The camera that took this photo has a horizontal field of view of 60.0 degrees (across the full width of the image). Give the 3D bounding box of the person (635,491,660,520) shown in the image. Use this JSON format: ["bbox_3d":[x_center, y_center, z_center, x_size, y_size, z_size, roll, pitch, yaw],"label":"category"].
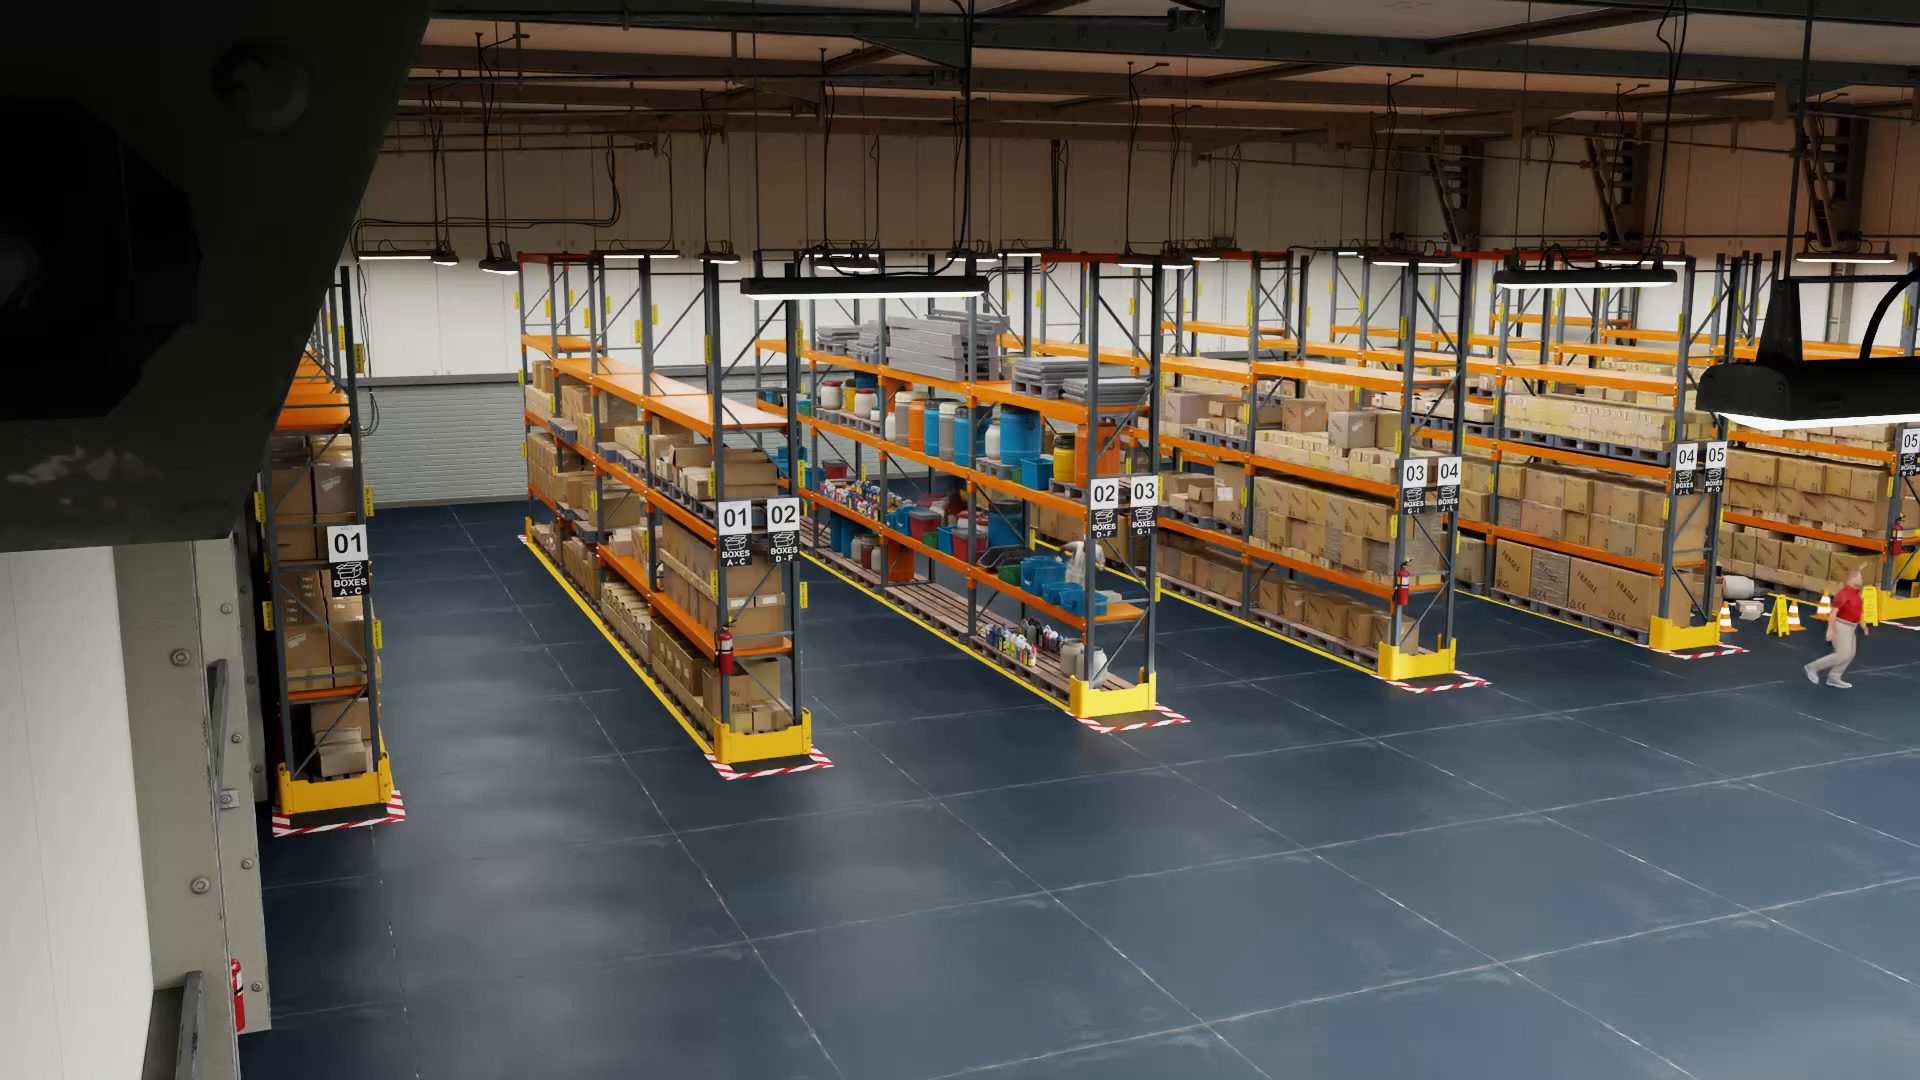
[{"bbox_3d":[-6.487,-0.803,34.528,0.669,1.822,0.852,-6,12,-32],"label":"person"}]

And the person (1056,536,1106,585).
[{"bbox_3d":[1.999,0.591,27.379,0.672,1.561,1.126,-4,11,-19],"label":"person"}]

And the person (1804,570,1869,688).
[{"bbox_3d":[12.403,1.249,23.498,0.696,1.698,0.712,8,13,38],"label":"person"}]
